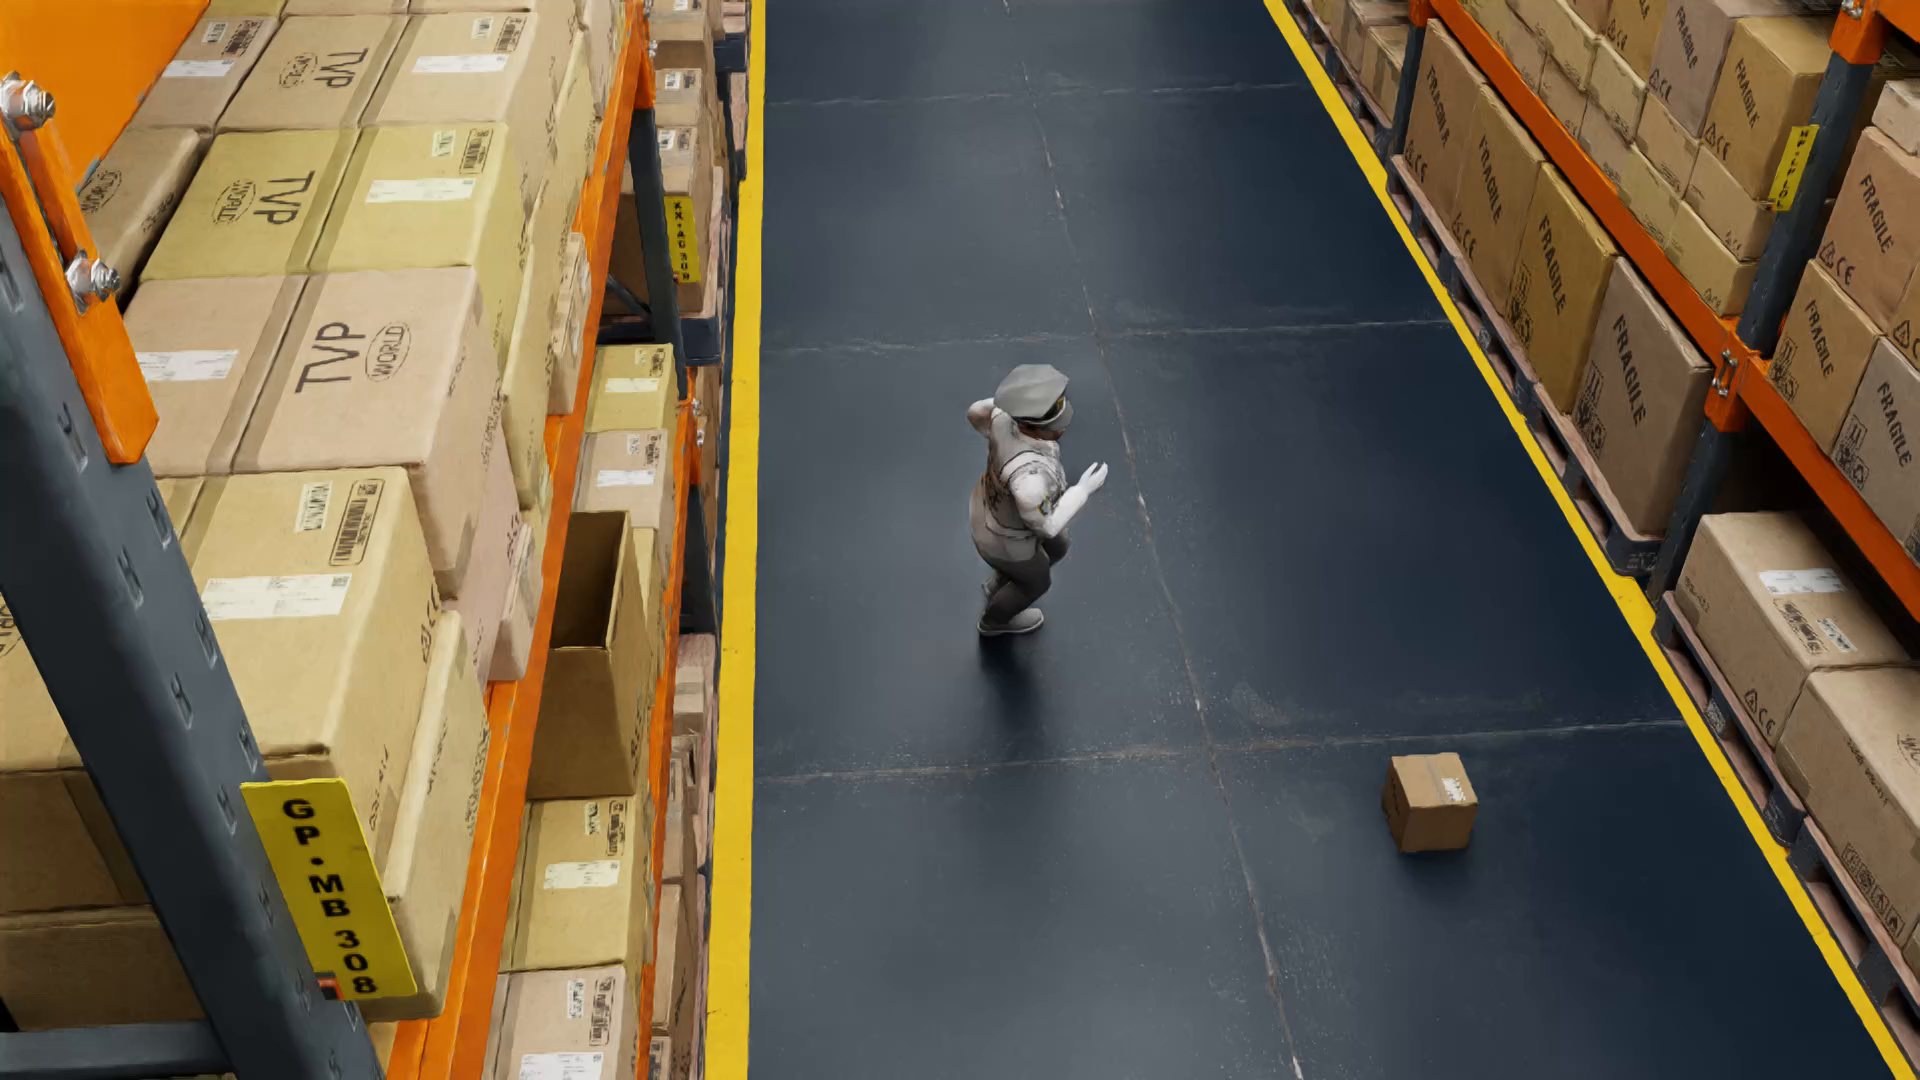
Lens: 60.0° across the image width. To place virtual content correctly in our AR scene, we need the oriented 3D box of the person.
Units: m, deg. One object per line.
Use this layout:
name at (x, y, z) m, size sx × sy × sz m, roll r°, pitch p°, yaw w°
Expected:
person at (0.221, -0.119, 6.389) m, size 0.312 × 1.537 × 0.850 m, roll -4°, pitch 40°, yaw -5°
